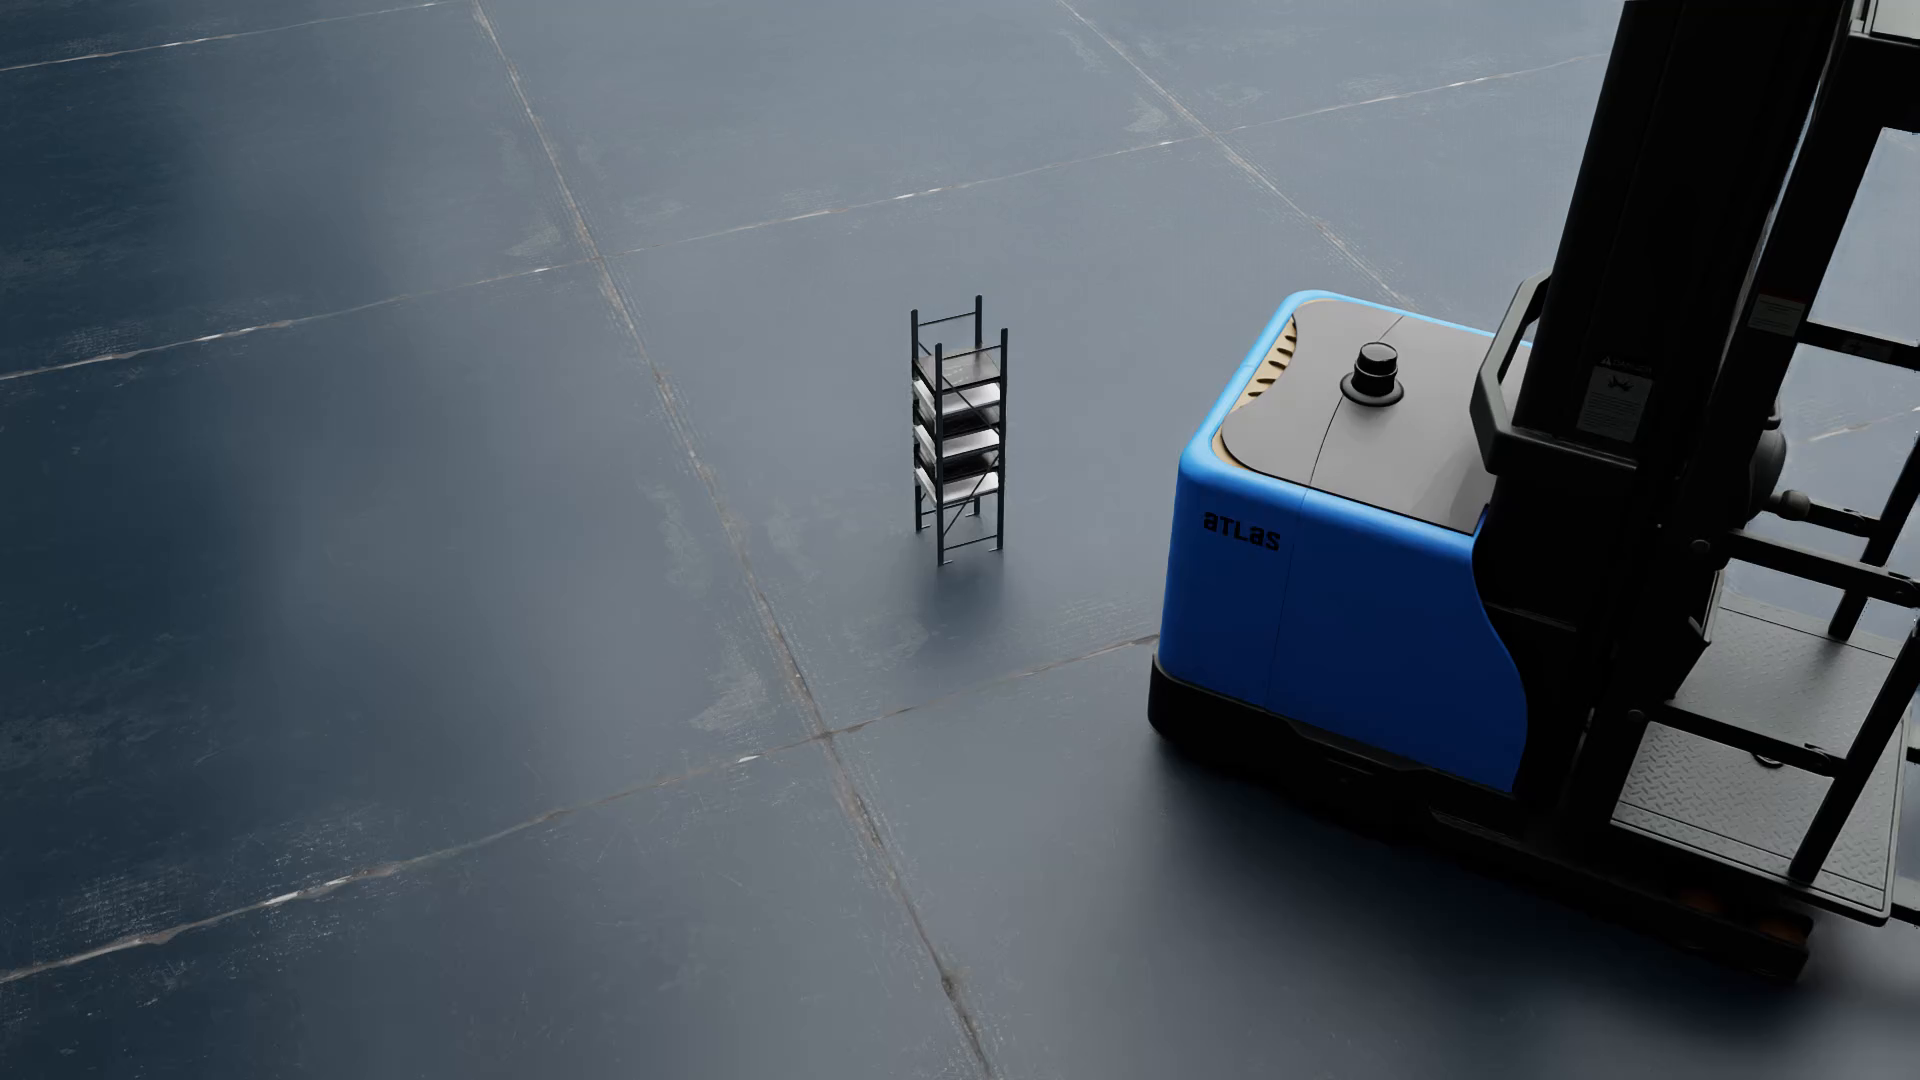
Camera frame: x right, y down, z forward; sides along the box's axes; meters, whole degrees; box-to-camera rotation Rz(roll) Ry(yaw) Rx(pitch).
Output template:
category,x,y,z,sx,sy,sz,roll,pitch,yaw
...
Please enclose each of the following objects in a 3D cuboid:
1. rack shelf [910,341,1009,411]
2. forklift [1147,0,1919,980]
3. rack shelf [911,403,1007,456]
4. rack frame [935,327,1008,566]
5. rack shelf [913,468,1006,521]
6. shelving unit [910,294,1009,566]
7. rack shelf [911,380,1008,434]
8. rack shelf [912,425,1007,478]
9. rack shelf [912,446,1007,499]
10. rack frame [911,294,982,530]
category,x,y,z,sx,sy,sz,roll,pitch,yaw
rack shelf,-0.003,-0.526,5.308,0.258,0.077,0.200,-15,43,-17
forklift,2.117,-0.355,3.915,3.031,2.935,1.130,18,44,20
rack shelf,-0.003,-0.389,5.425,0.258,0.077,0.200,-15,43,-17
rack frame,0.036,-0.285,5.391,0.240,0.900,0.006,-15,43,-17
rack shelf,-0.003,-0.184,5.601,0.258,0.077,0.200,-15,43,-17
shelving unit,-0.003,-0.346,5.462,0.258,0.900,0.210,-15,43,-17
rack shelf,-0.003,-0.457,5.367,0.258,0.077,0.200,-15,43,-17
rack shelf,-0.003,-0.321,5.484,0.258,0.077,0.200,-15,43,-17
rack shelf,-0.003,-0.253,5.543,0.258,0.077,0.200,-15,43,-17
rack frame,-0.042,-0.407,5.534,0.240,0.900,0.006,-15,43,-17
